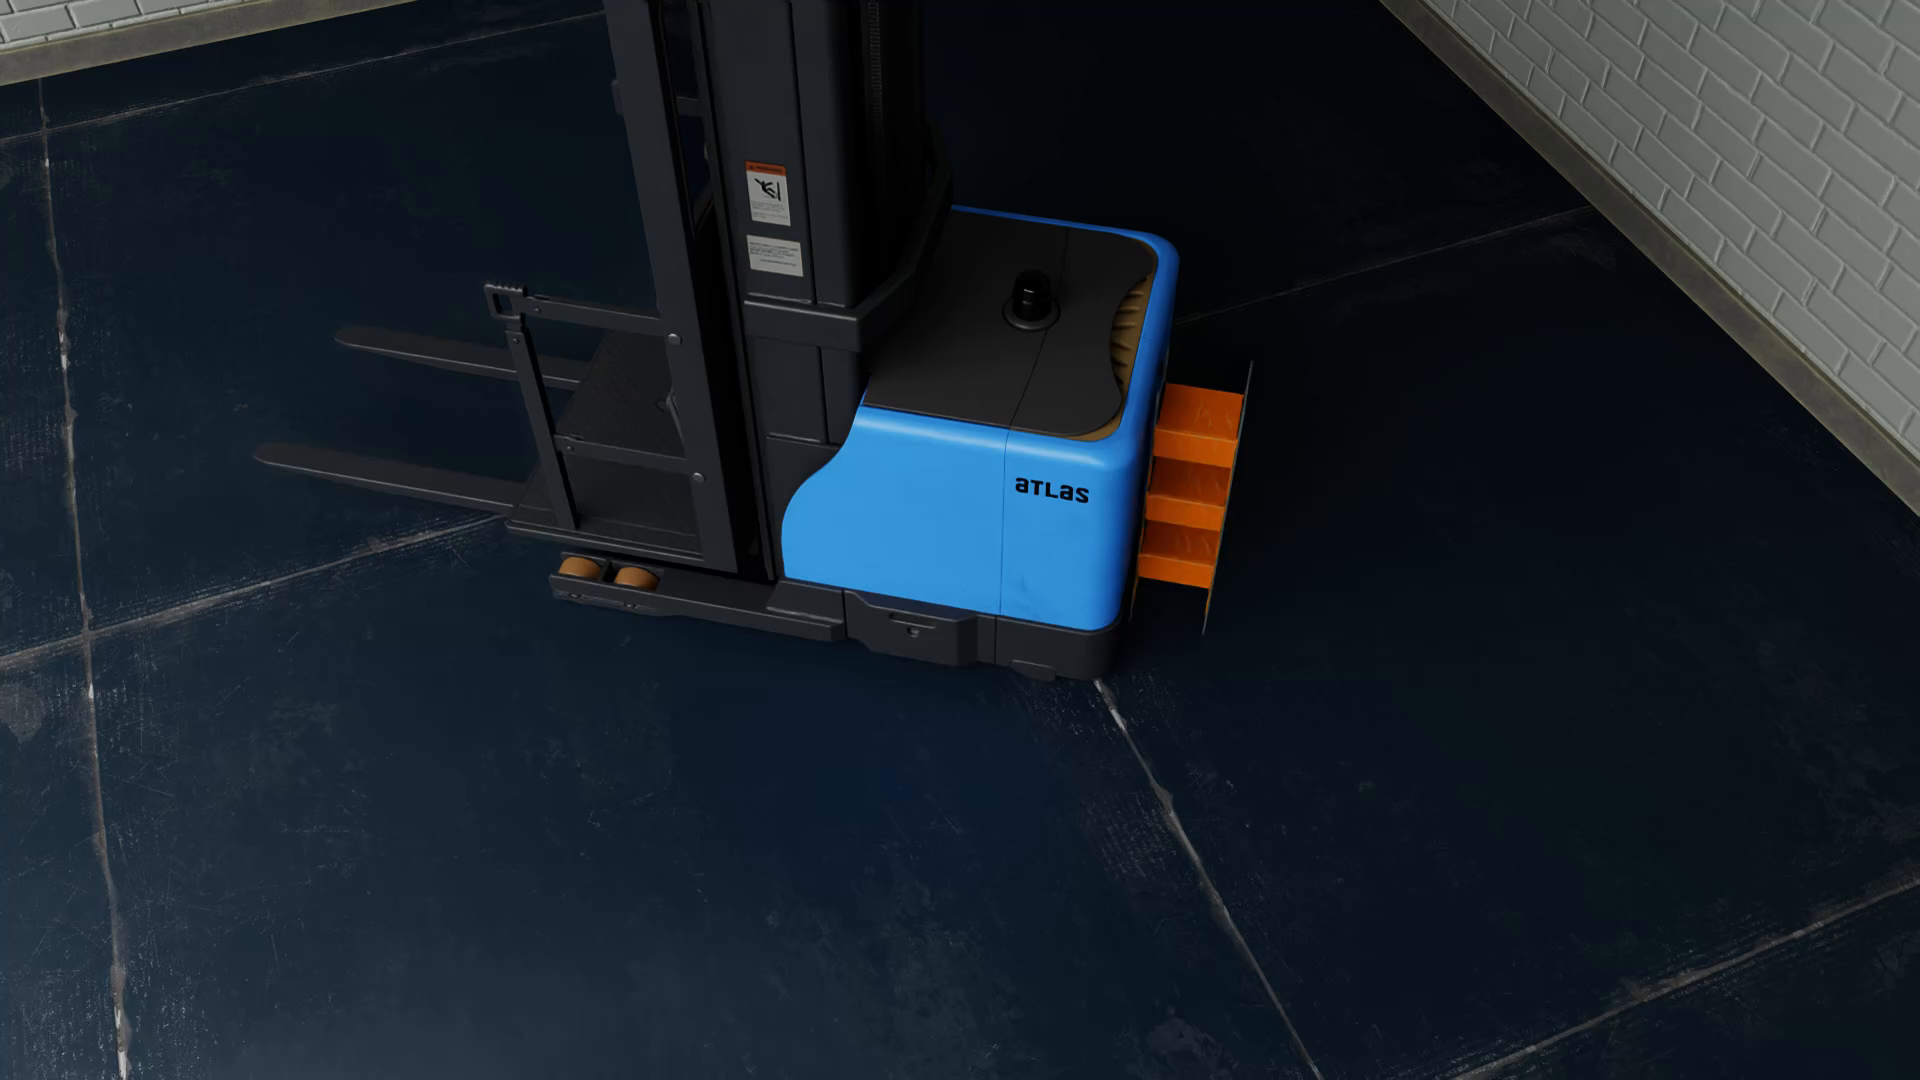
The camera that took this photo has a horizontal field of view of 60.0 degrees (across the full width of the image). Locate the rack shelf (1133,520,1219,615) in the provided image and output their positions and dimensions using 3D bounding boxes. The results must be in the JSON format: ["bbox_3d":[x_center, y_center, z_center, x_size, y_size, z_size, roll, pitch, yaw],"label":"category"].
[{"bbox_3d":[0.705,0.063,5.384,0.240,0.259,0.215,10,50,8],"label":"rack shelf"}]

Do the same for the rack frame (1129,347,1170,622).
[{"bbox_3d":[0.586,-0.146,5.183,0.008,1.050,0.200,10,50,8],"label":"rack frame"}]

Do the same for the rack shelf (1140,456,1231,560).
[{"bbox_3d":[0.705,-0.118,5.174,0.240,0.259,0.215,10,50,8],"label":"rack shelf"}]

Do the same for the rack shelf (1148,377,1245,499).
[{"bbox_3d":[0.705,-0.303,4.958,0.240,0.259,0.215,10,50,8],"label":"rack shelf"}]

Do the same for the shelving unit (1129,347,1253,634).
[{"bbox_3d":[0.705,-0.125,5.166,0.252,1.050,0.215,10,50,8],"label":"shelving unit"}]

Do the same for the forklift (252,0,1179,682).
[{"bbox_3d":[-0.880,-1.089,4.754,3.031,2.935,1.130,10,50,8],"label":"forklift"}]

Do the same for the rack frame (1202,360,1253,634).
[{"bbox_3d":[0.824,-0.105,5.148,0.008,1.050,0.200,10,50,8],"label":"rack frame"}]
